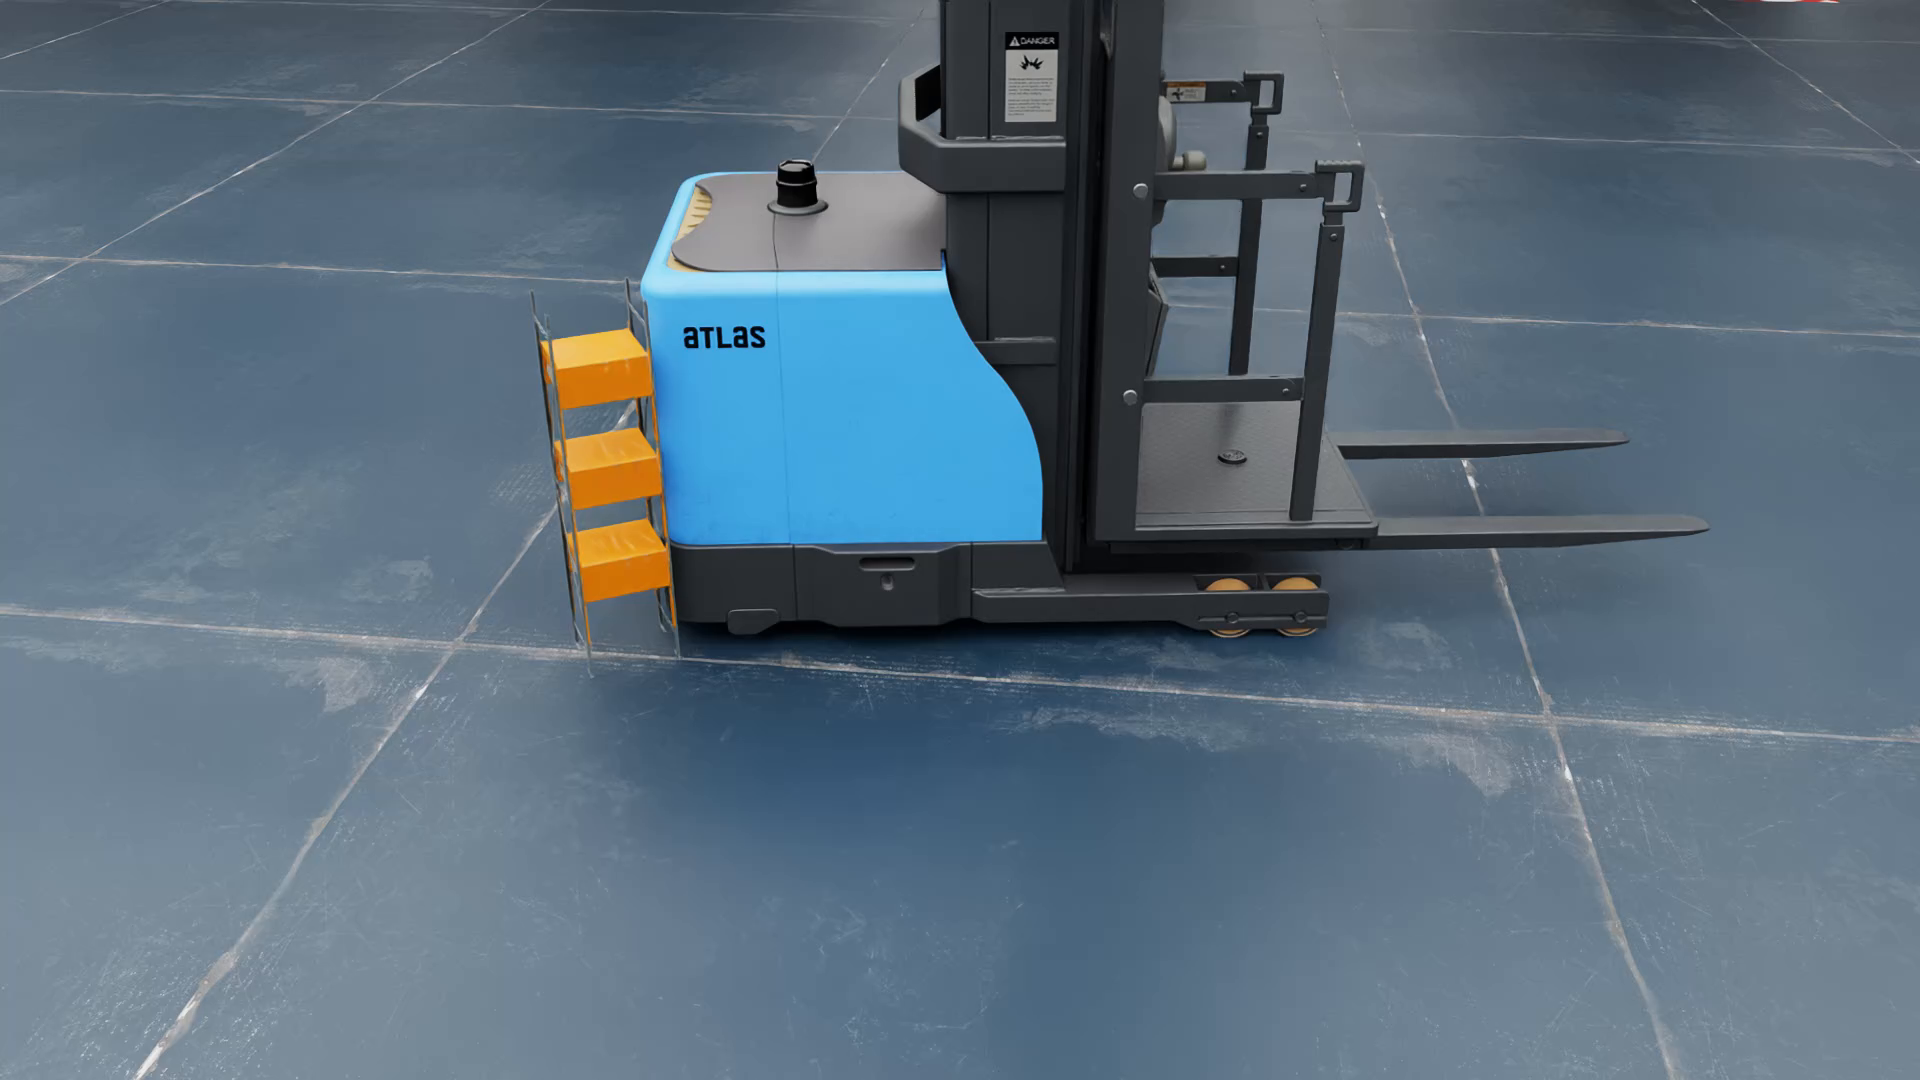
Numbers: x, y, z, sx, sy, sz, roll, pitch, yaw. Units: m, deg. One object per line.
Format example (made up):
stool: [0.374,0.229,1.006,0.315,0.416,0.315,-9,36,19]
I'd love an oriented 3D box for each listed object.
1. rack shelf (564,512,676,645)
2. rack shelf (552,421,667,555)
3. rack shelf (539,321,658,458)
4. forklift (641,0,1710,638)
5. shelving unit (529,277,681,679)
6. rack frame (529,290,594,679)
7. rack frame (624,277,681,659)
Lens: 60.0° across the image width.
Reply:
rack shelf: [-0.934,0.103,4.559,0.240,0.259,0.215,-12,31,-21]
rack shelf: [-0.934,-0.141,4.428,0.240,0.259,0.215,-12,31,-21]
rack shelf: [-0.934,-0.391,4.293,0.240,0.259,0.215,-12,31,-21]
forklift: [0.663,-1.263,4.504,3.031,2.935,1.130,-1,28,-2]
shelving unit: [-0.934,-0.151,4.423,0.252,1.050,0.215,-12,31,-21]
rack frame: [-1.046,-0.127,4.379,0.008,1.050,0.200,-12,31,-21]
rack frame: [-0.823,-0.174,4.467,0.008,1.050,0.200,-12,31,-21]
